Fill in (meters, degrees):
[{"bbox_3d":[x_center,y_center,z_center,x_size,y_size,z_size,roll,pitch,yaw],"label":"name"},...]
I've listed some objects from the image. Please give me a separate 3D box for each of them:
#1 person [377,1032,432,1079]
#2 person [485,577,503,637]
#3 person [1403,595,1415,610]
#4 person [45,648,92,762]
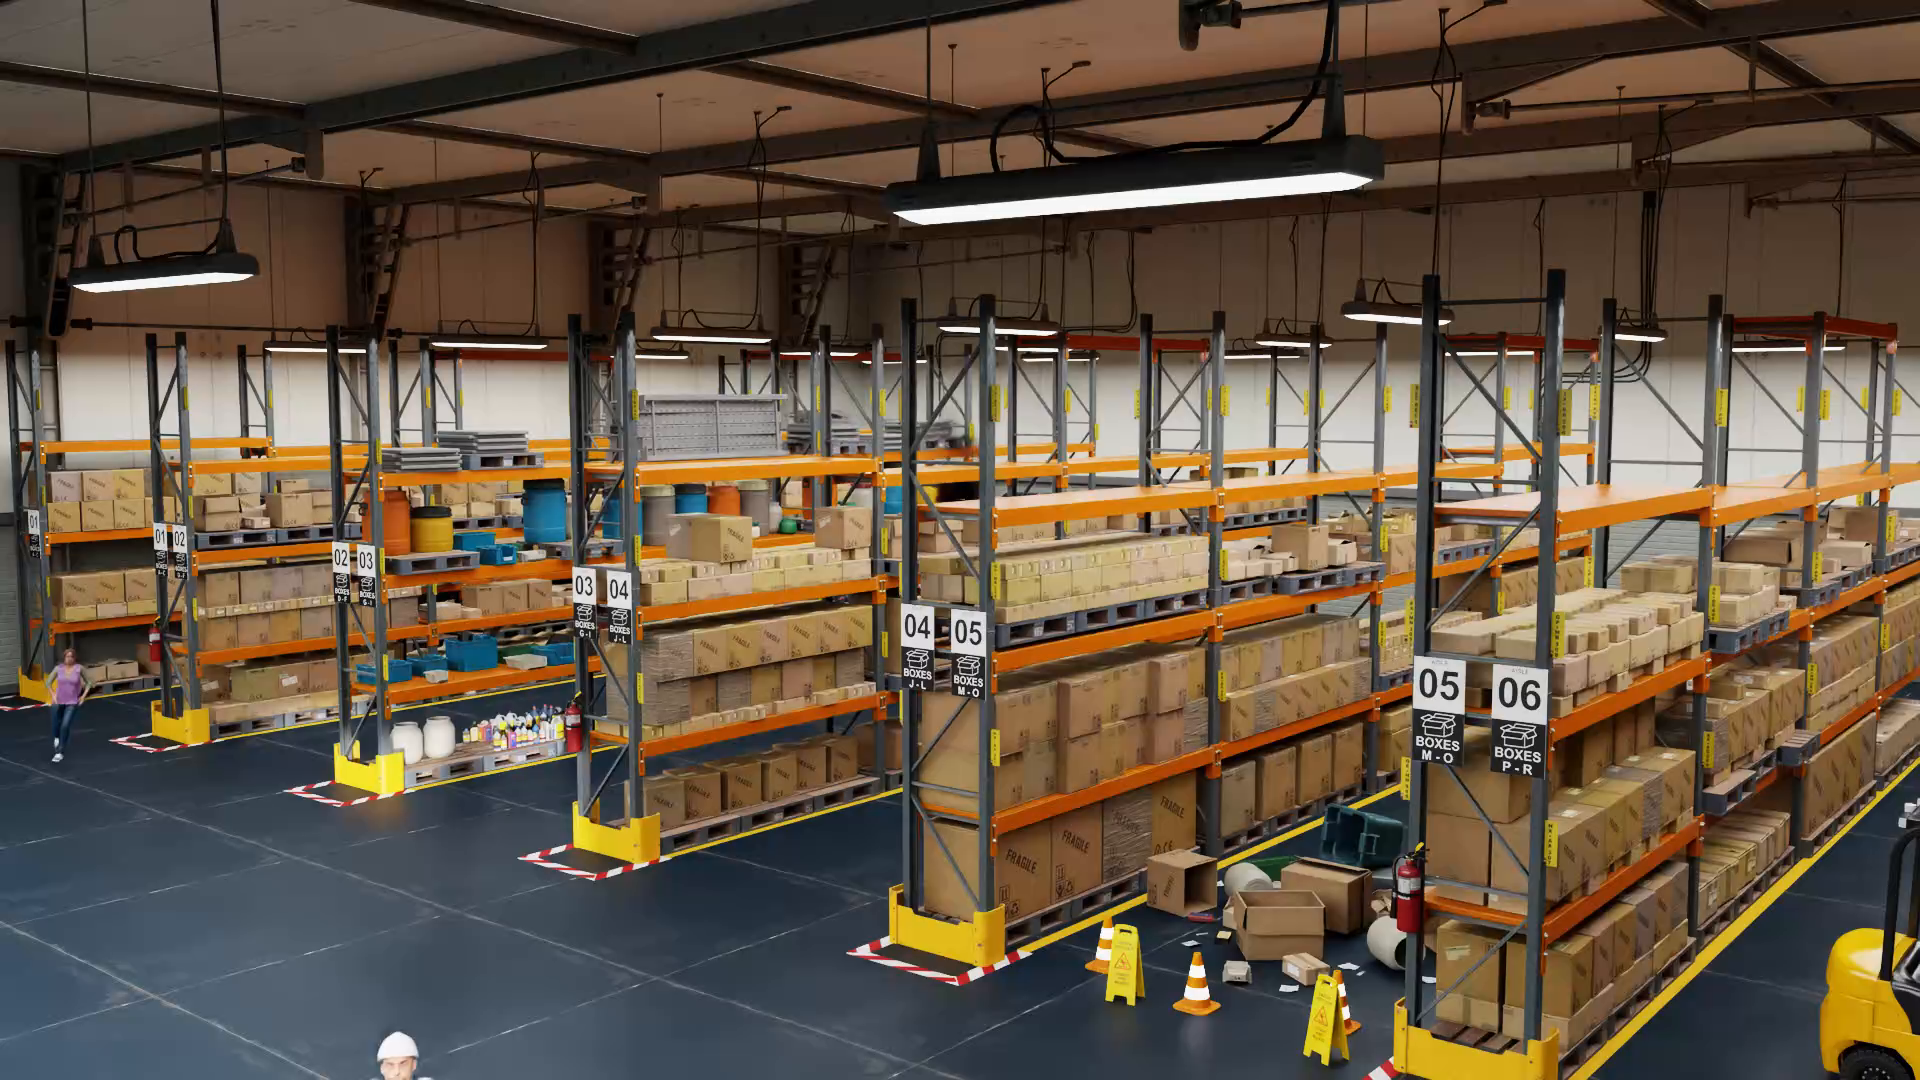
[{"bbox_3d":[-2.954,3.463,8.783,0.664,1.778,0.895,-1,5,-16],"label":"person"},{"bbox_3d":[-8.658,1.515,30.962,0.665,1.699,0.945,4,7,40],"label":"person"},{"bbox_3d":[7.568,1.799,27.726,0.730,1.783,0.948,4,7,41],"label":"person"},{"bbox_3d":[-12.534,2.294,23.405,0.591,1.563,0.642,-2,6,-22],"label":"person"}]
